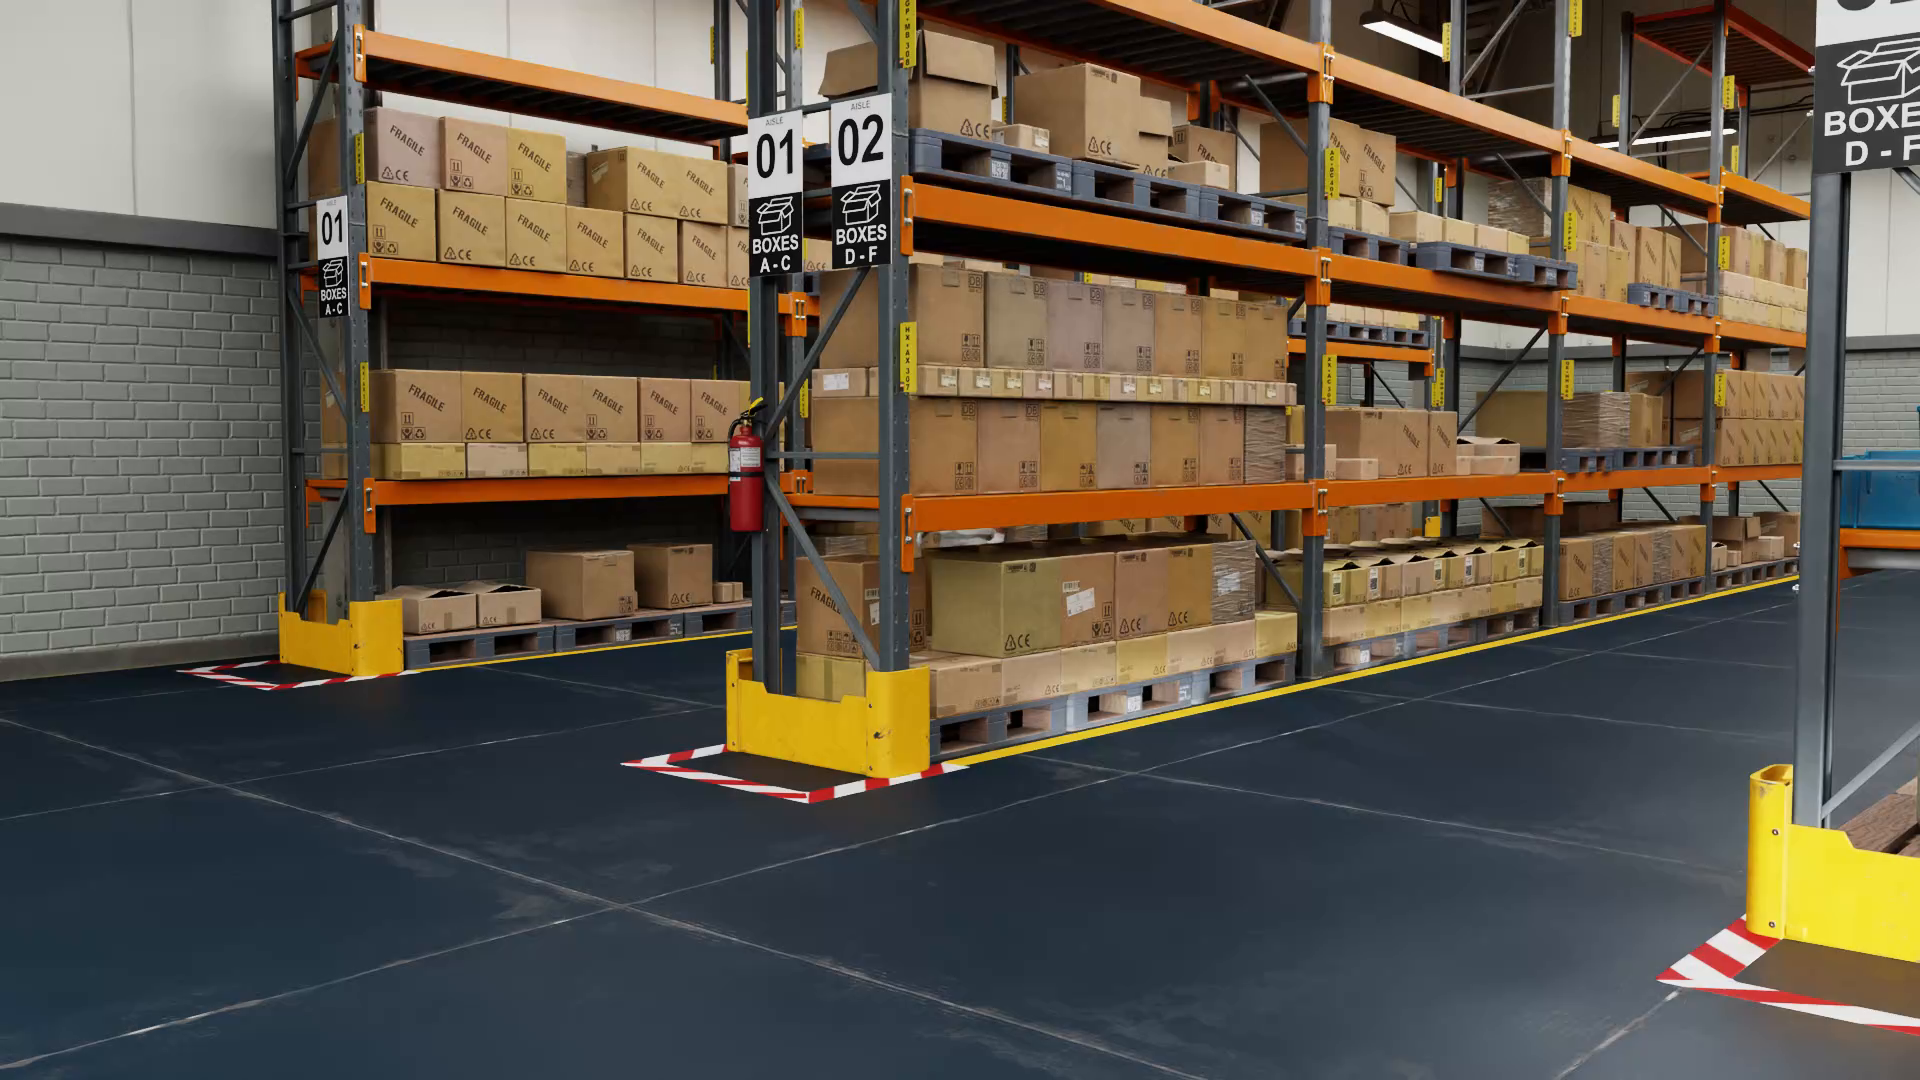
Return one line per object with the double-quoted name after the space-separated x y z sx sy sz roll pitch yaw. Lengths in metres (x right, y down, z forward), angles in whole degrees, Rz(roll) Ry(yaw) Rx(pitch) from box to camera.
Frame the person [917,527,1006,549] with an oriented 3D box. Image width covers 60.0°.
0.029 0.009 11.254 0.750 1.767 0.772 2 4 32 "person"
